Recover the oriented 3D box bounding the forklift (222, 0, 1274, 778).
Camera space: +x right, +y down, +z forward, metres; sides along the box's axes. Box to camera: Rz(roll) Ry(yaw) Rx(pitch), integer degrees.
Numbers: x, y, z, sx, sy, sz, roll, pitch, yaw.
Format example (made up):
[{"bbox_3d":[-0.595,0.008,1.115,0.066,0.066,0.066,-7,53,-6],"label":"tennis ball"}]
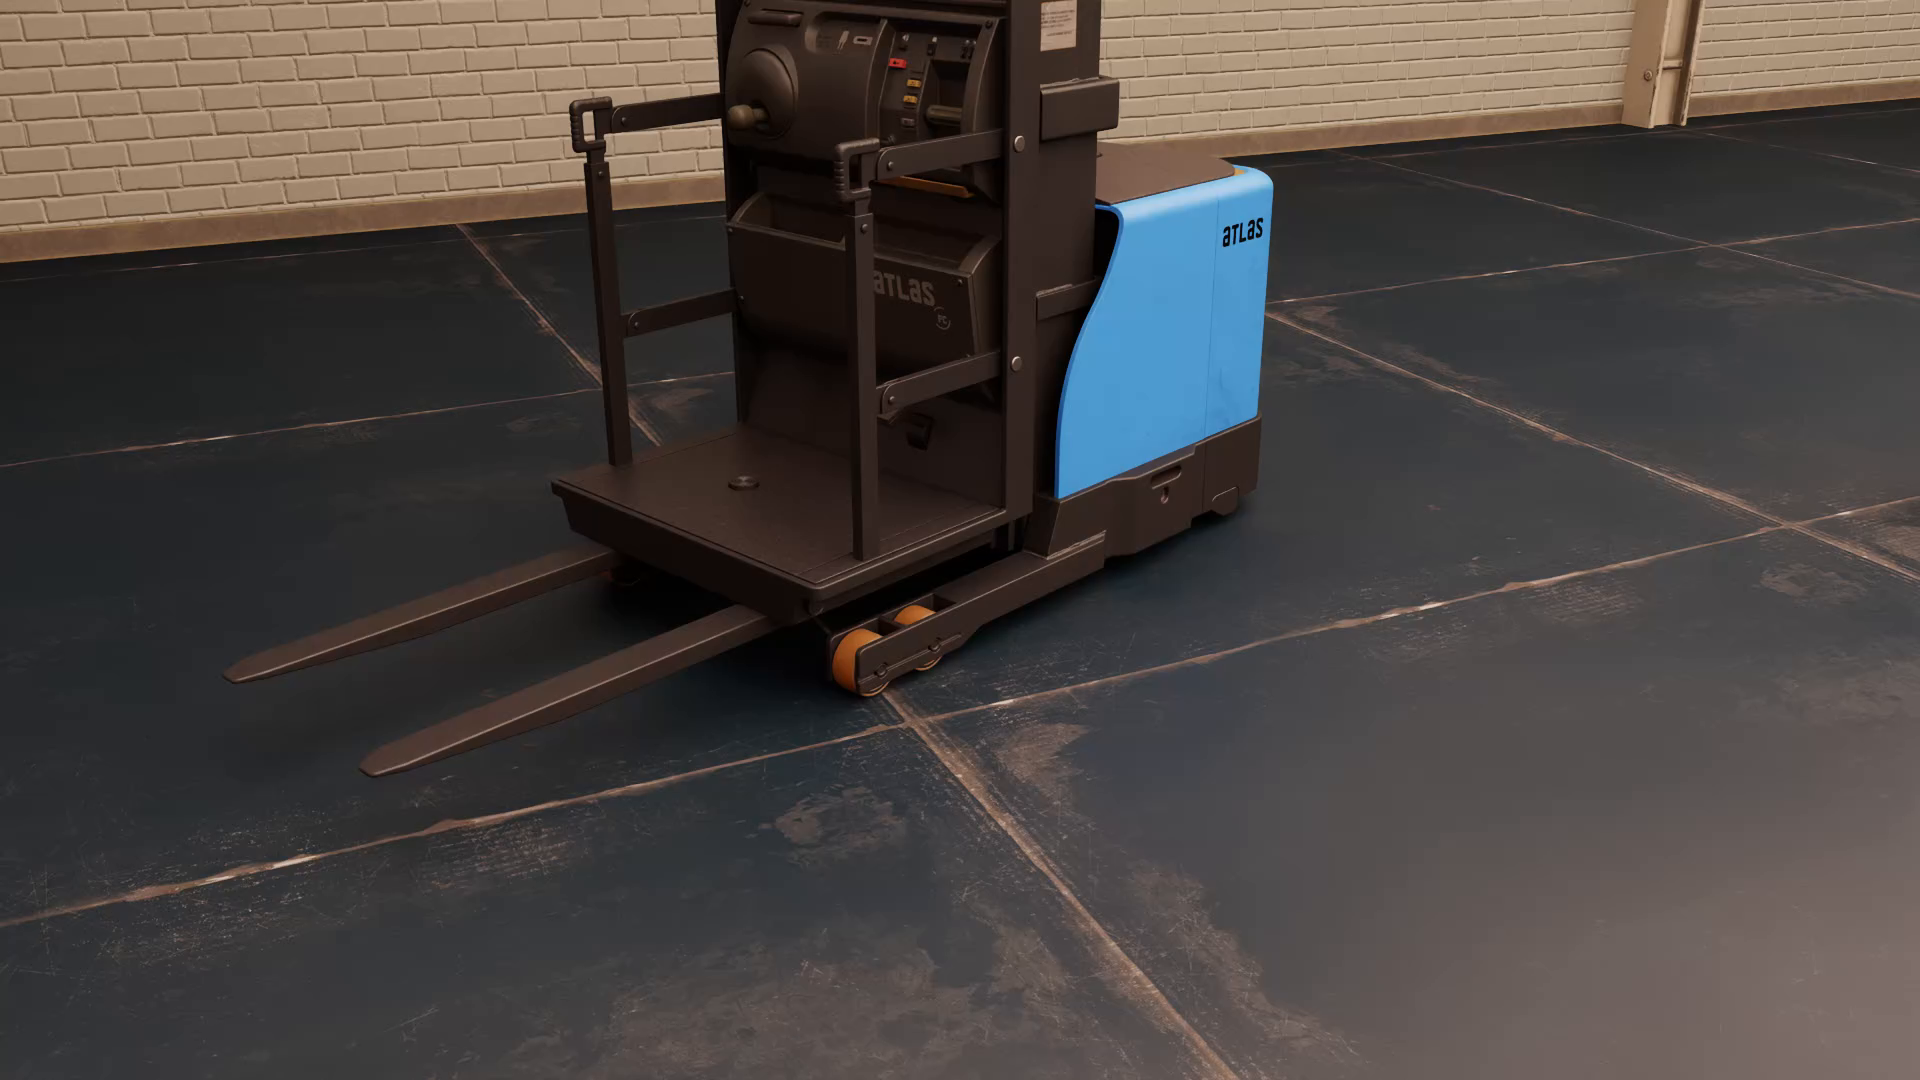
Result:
[{"bbox_3d":[-0.413,-1.182,4.131,1.130,2.935,3.031,19,29,39],"label":"forklift"}]
